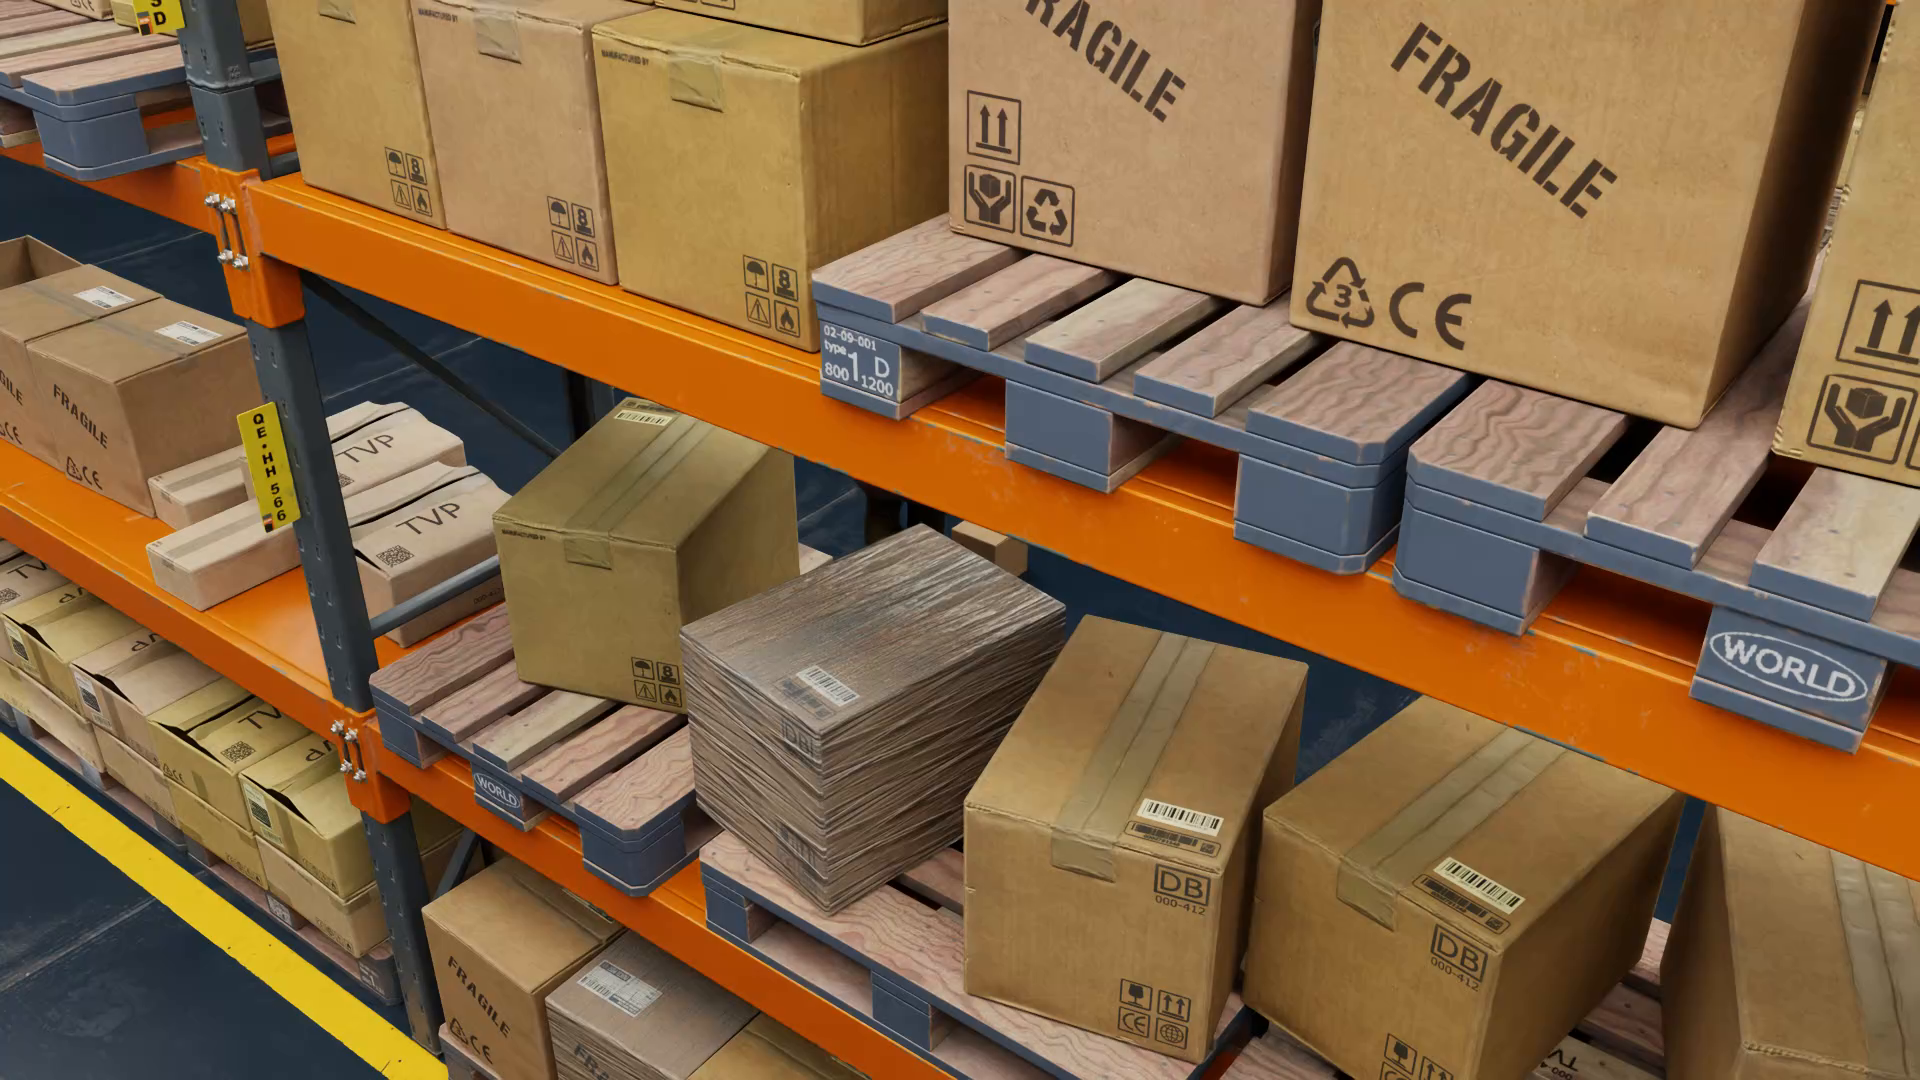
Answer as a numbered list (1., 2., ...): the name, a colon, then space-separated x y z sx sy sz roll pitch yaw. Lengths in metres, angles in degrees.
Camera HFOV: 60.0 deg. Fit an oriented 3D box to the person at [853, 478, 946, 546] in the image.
1. person: -0.180 -0.393 6.781 0.685 1.778 0.579 8 31 13
